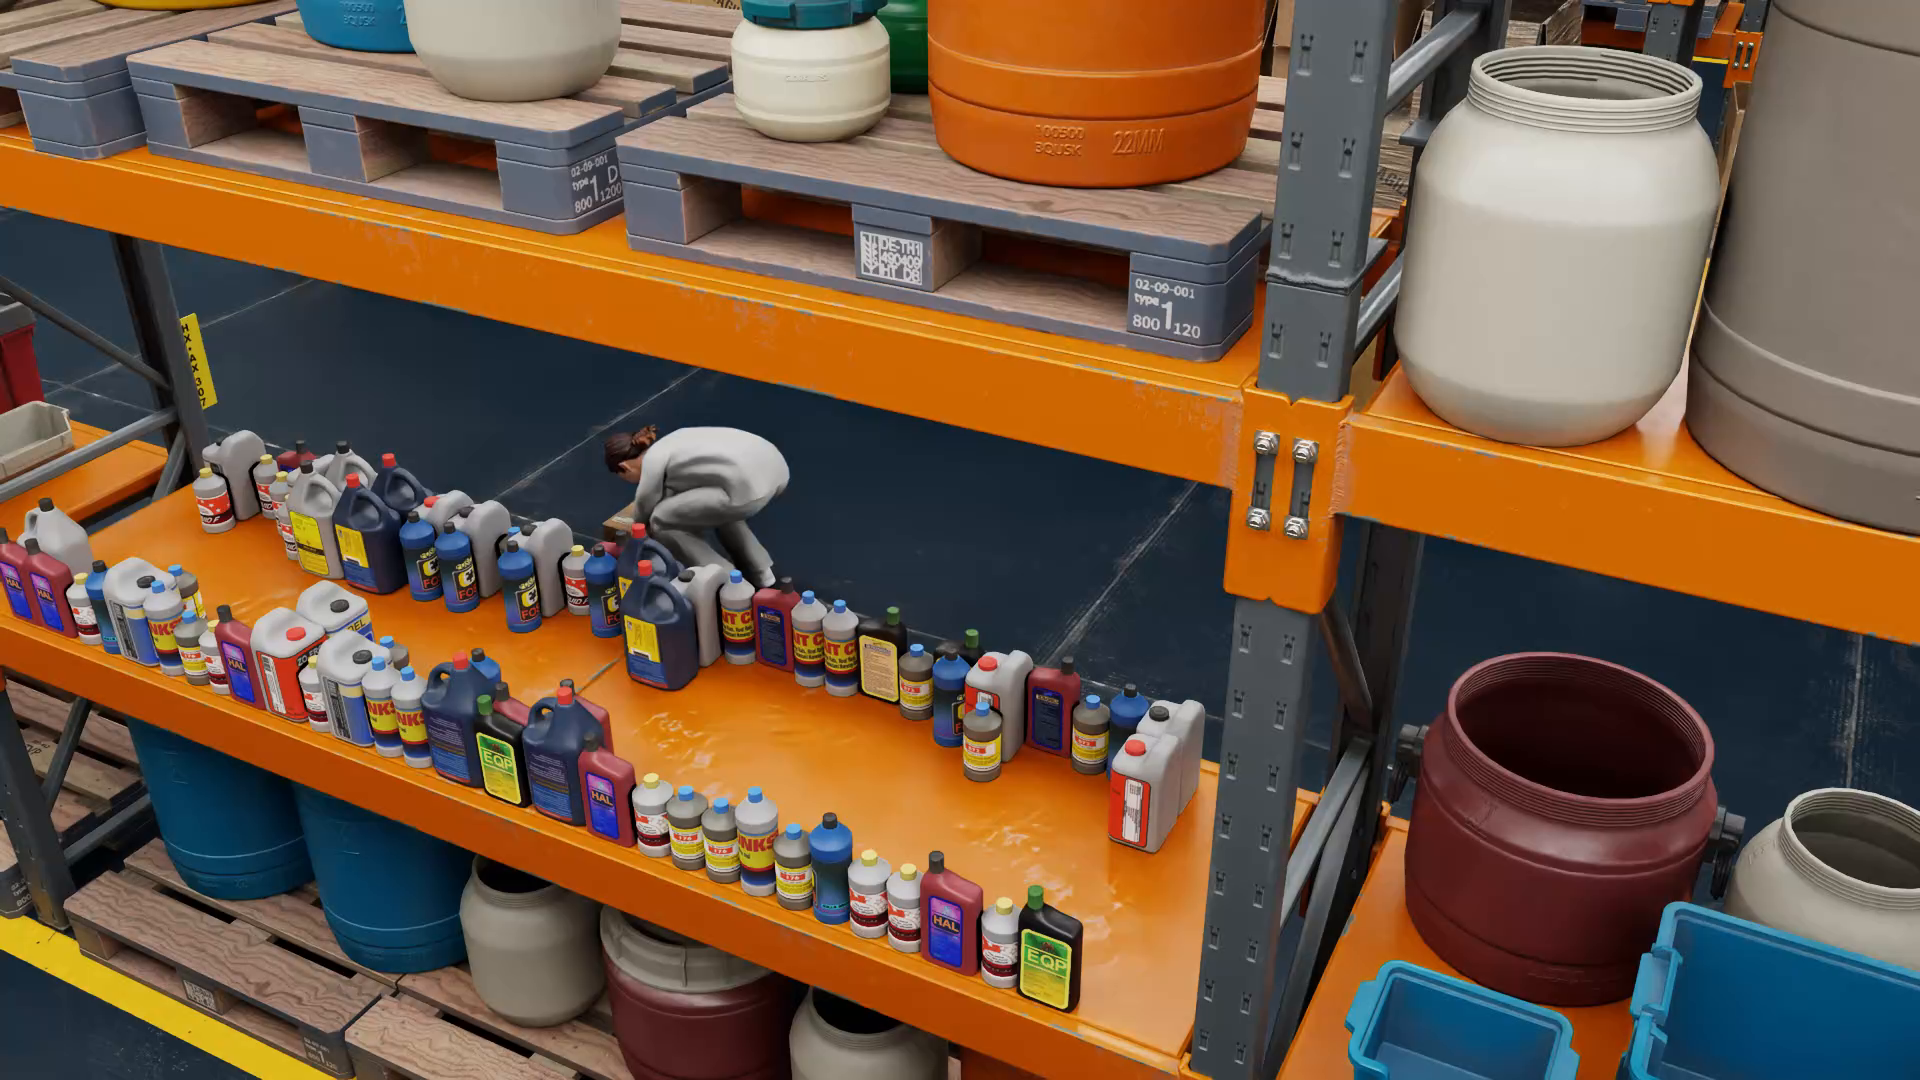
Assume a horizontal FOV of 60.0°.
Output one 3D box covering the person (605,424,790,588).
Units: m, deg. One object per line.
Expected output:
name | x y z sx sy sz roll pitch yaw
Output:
person | -1.159 -0.129 7.285 0.866 0.785 0.470 13 33 22
